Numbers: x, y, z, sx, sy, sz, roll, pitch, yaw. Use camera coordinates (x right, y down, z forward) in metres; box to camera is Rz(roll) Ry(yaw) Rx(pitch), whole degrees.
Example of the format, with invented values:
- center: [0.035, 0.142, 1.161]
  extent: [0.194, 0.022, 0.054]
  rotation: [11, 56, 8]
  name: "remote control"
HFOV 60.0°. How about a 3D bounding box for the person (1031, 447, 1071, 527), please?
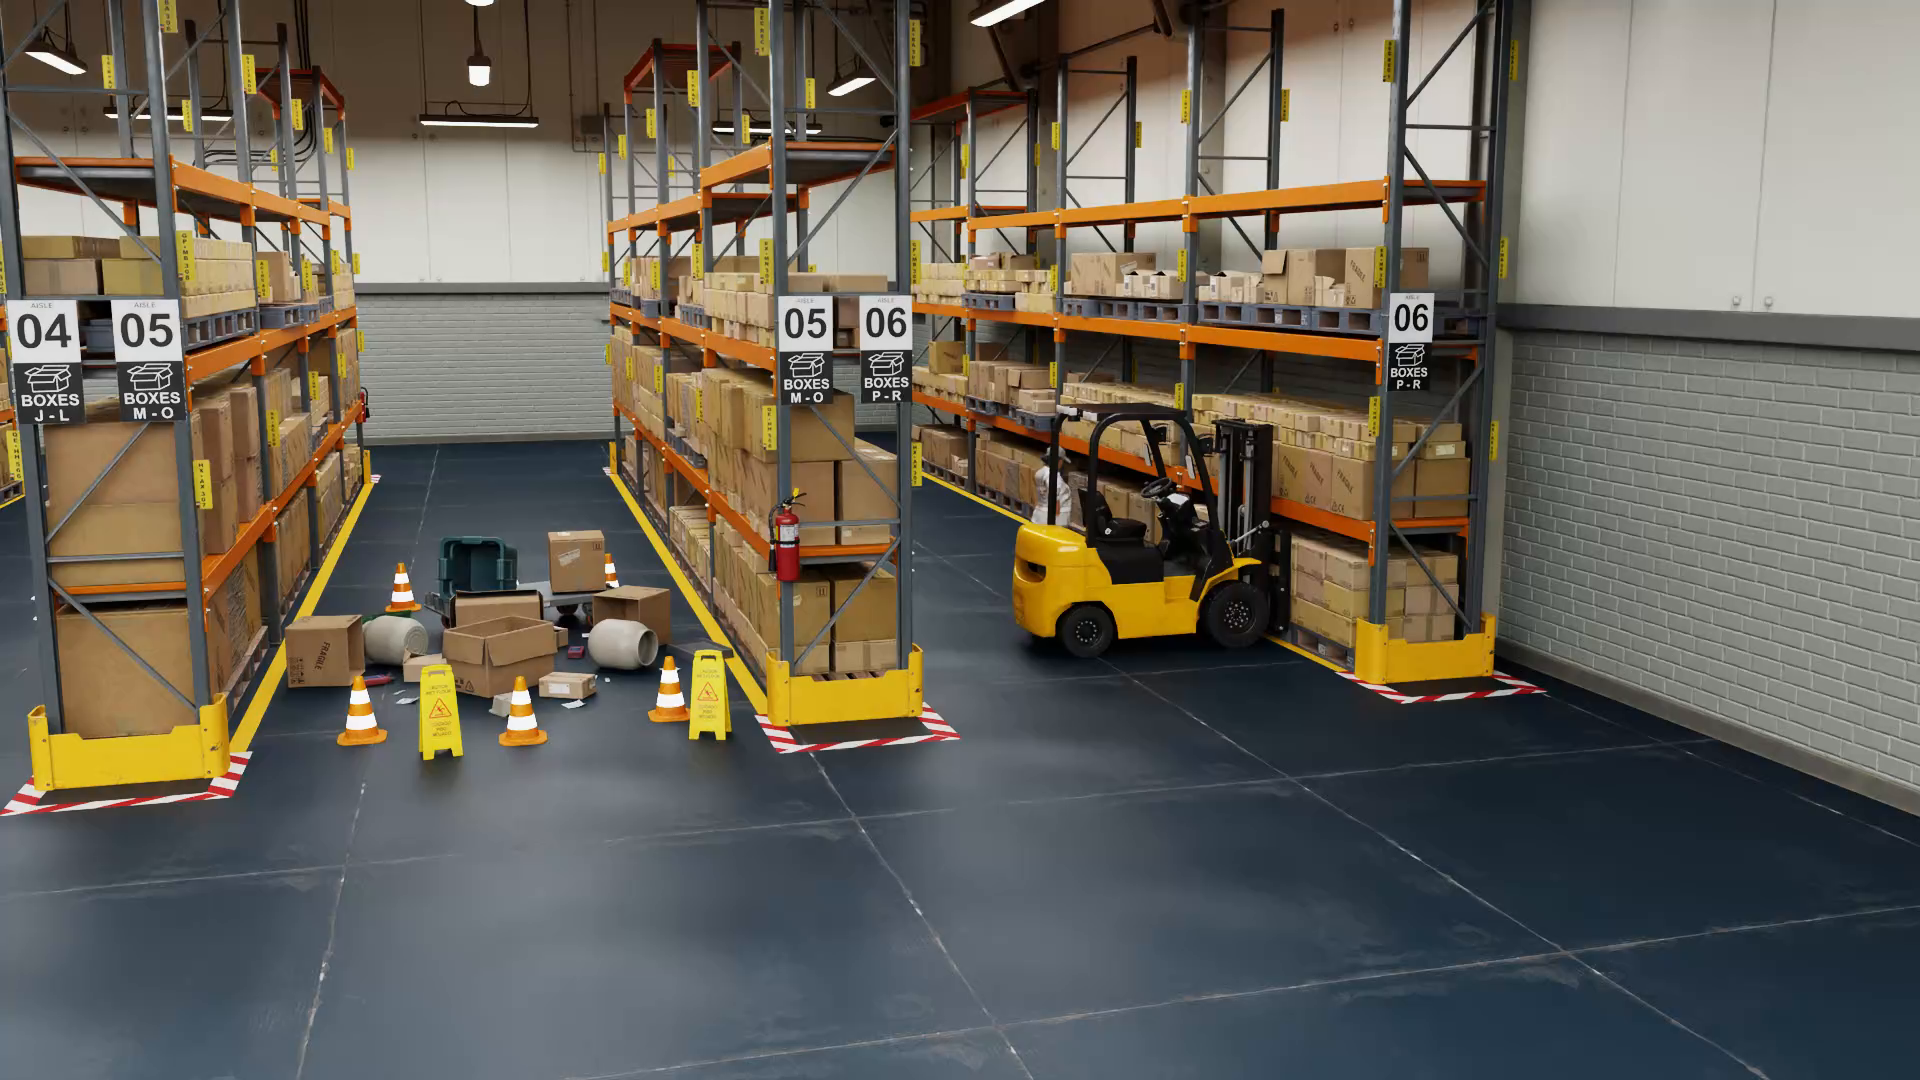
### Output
- center: [0.923, -0.122, 16.676]
  extent: [0.394, 1.652, 0.475]
  rotation: [-2, 10, -15]
  name: "person"
